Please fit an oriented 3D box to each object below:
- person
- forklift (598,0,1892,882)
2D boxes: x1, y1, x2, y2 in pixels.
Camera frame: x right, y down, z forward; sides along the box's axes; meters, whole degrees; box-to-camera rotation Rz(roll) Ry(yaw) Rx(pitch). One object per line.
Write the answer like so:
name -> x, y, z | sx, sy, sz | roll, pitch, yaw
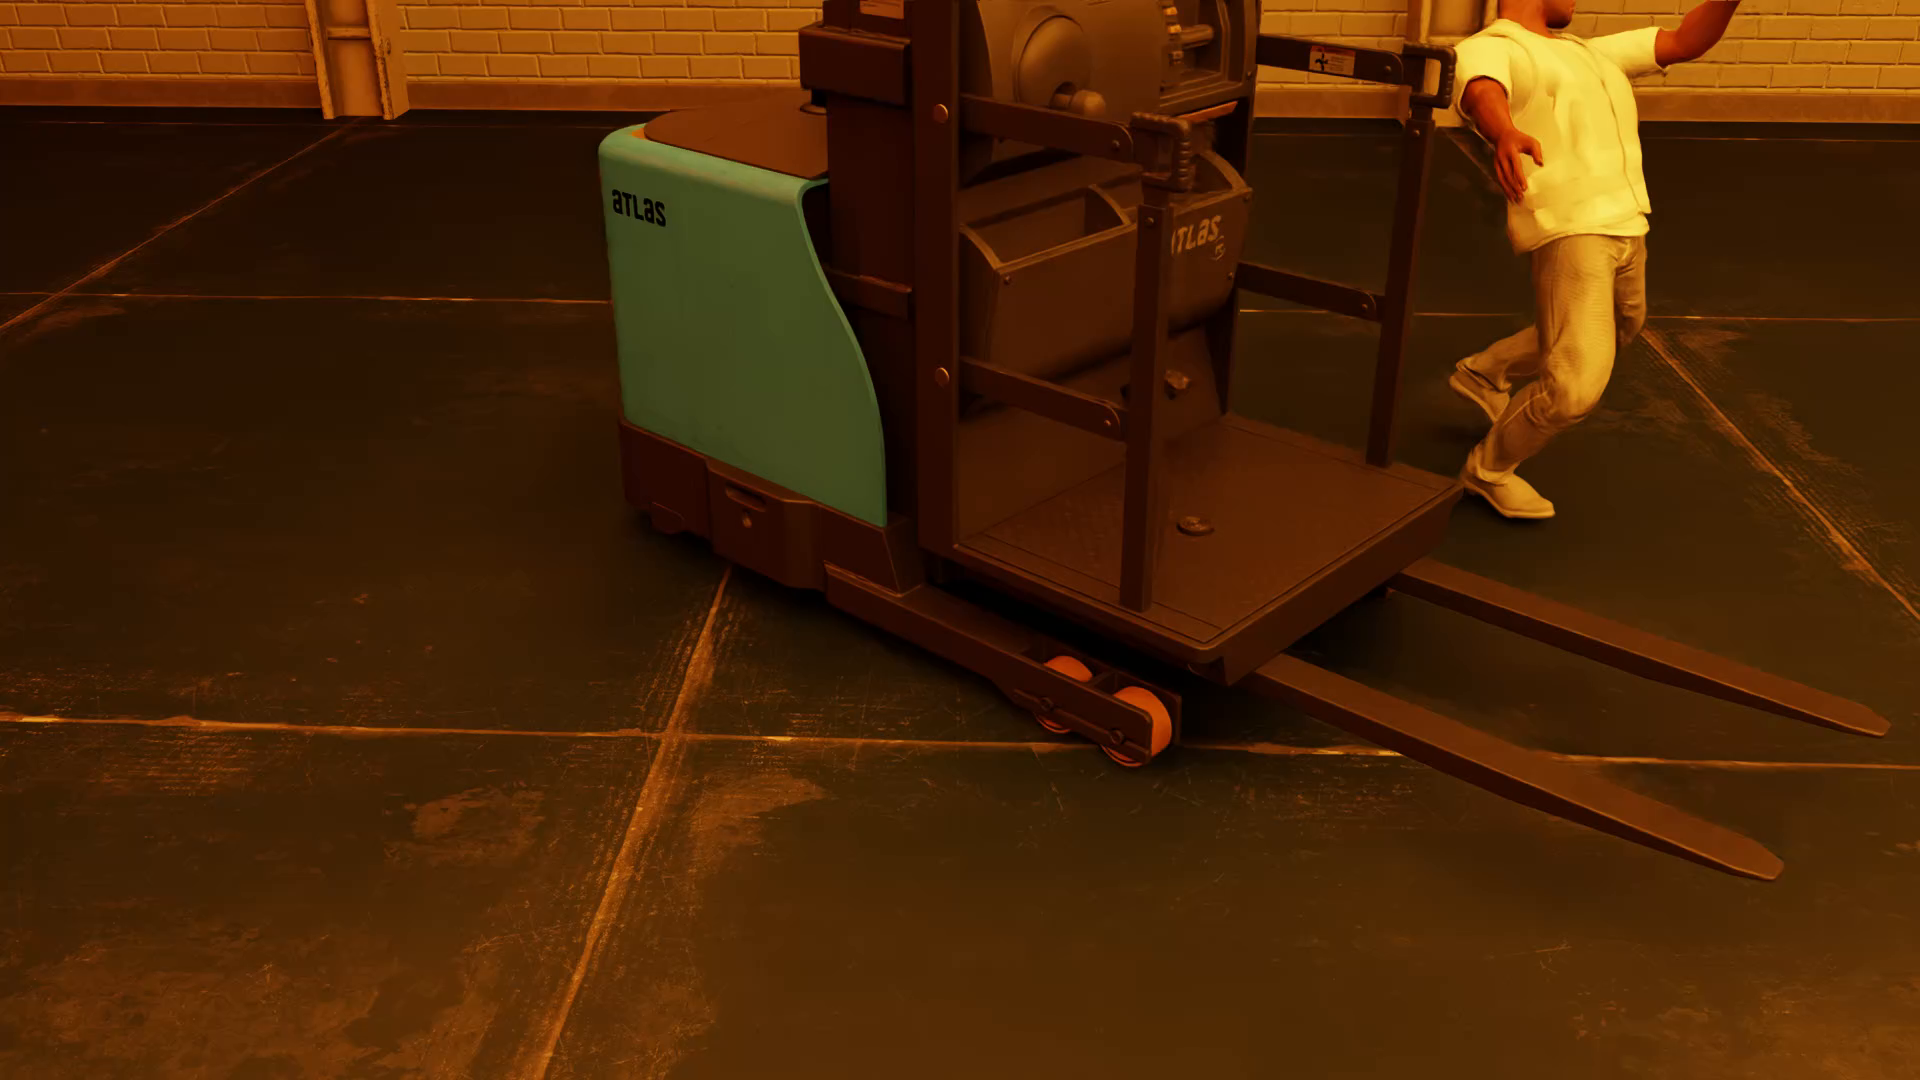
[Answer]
person -> 1.541, -0.768, 4.345 | 0.759, 1.502, 1.088 | 18, 31, 32
forklift -> 0.499, -1.094, 3.426 | 3.031, 2.935, 1.130 | 22, 34, 37
